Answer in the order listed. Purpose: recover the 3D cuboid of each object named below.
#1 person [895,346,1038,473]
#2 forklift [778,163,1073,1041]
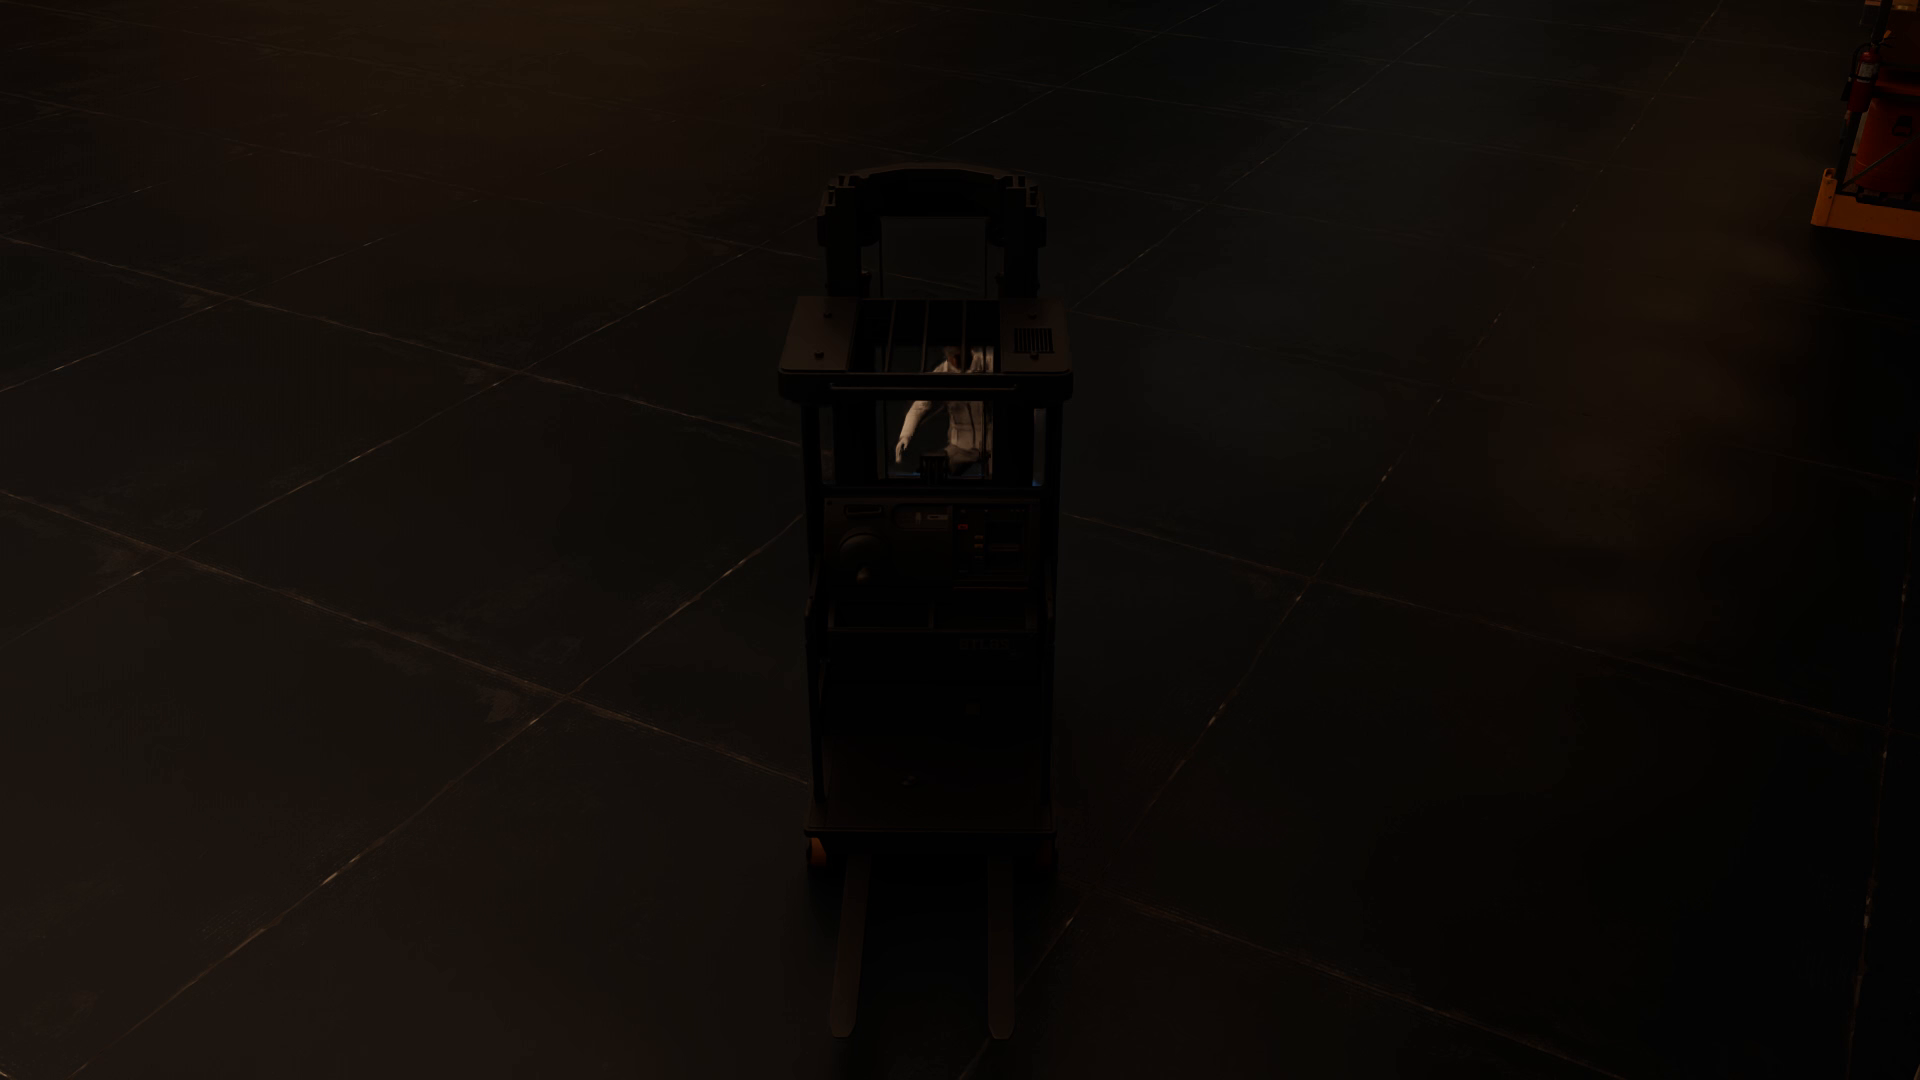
[{"bbox_3d":[0.011,-0.483,9.349,0.857,1.488,0.690,8,31,13],"label":"person"},{"bbox_3d":[-0.121,0.053,6.979,1.130,2.935,3.031,0,30,1],"label":"forklift"}]
